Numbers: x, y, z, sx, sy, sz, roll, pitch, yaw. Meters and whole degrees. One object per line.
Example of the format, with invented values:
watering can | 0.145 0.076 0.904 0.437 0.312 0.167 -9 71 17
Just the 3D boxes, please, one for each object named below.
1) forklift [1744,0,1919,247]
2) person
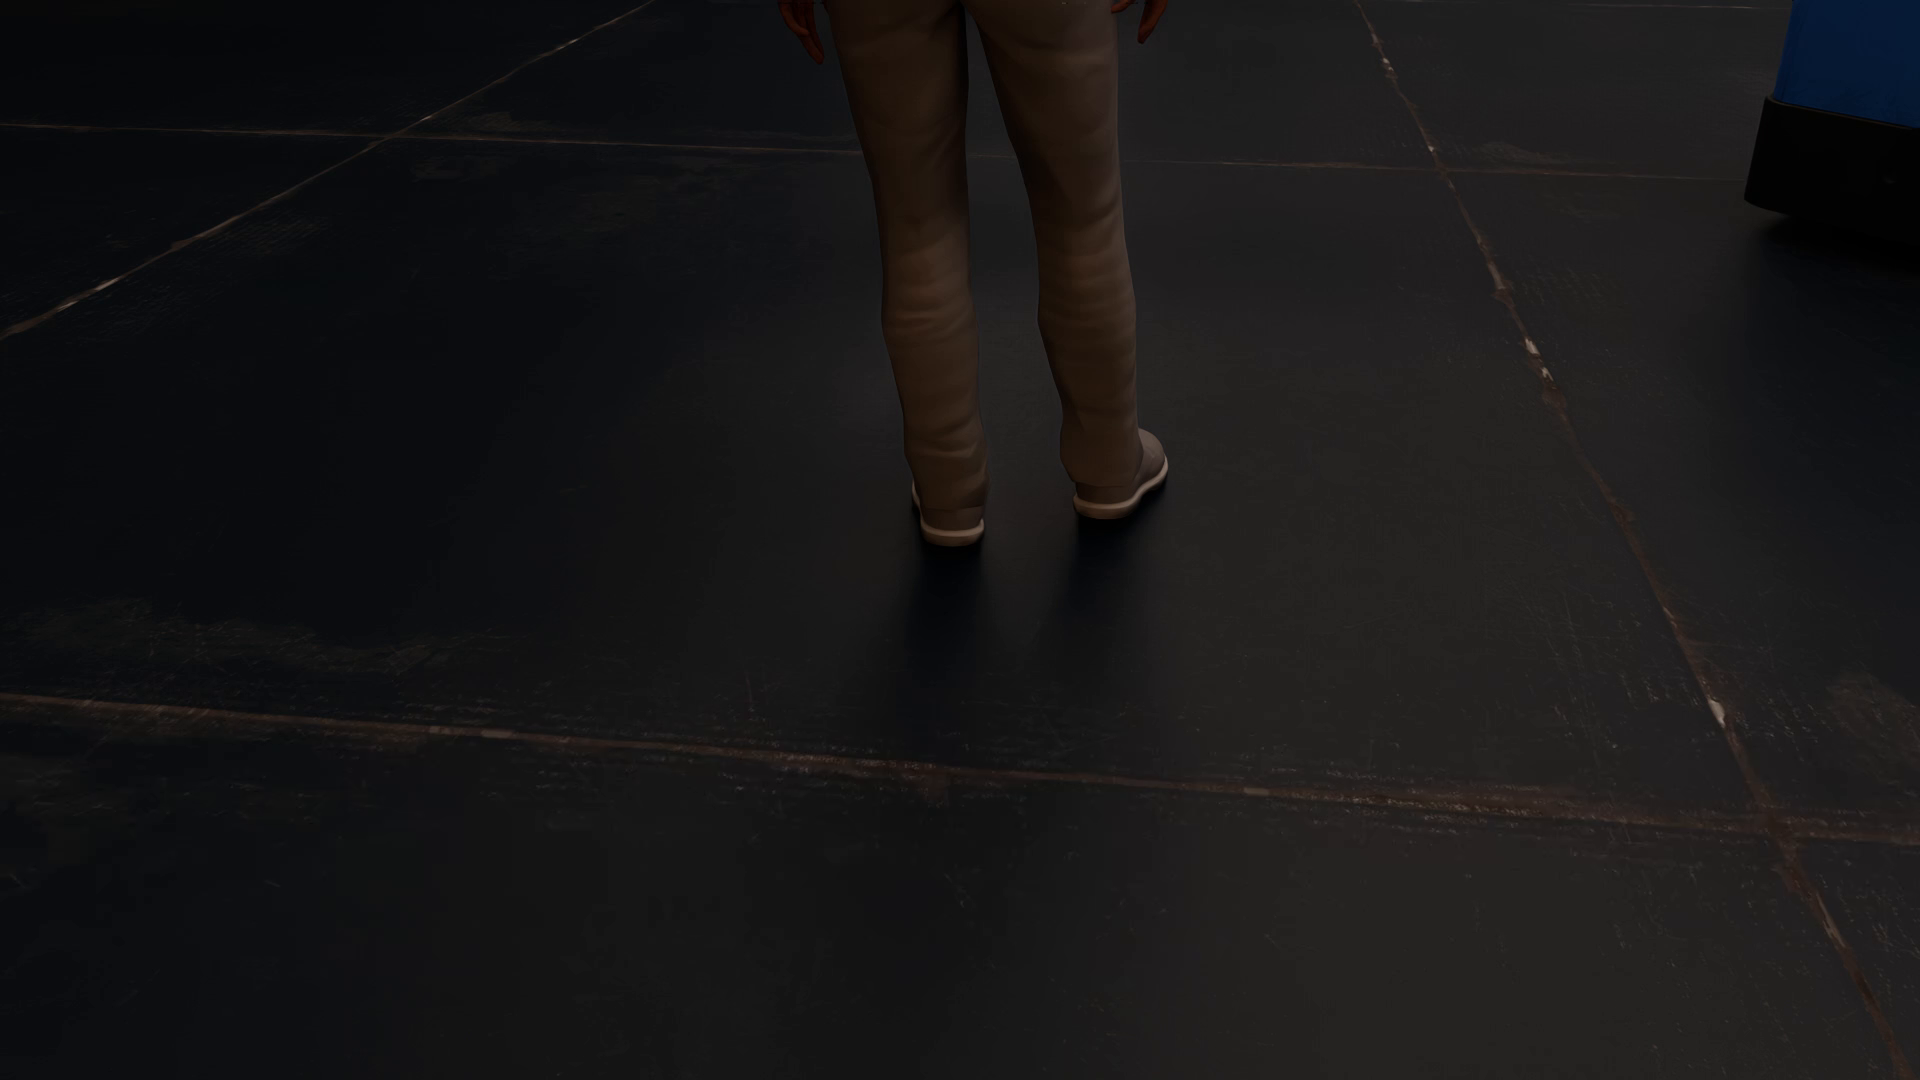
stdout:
forklift | 3.382 -2.234 3.694 3.031 2.935 1.130 -16 31 -29
person | 0.029 -0.792 2.185 0.570 1.686 0.528 3 27 7
